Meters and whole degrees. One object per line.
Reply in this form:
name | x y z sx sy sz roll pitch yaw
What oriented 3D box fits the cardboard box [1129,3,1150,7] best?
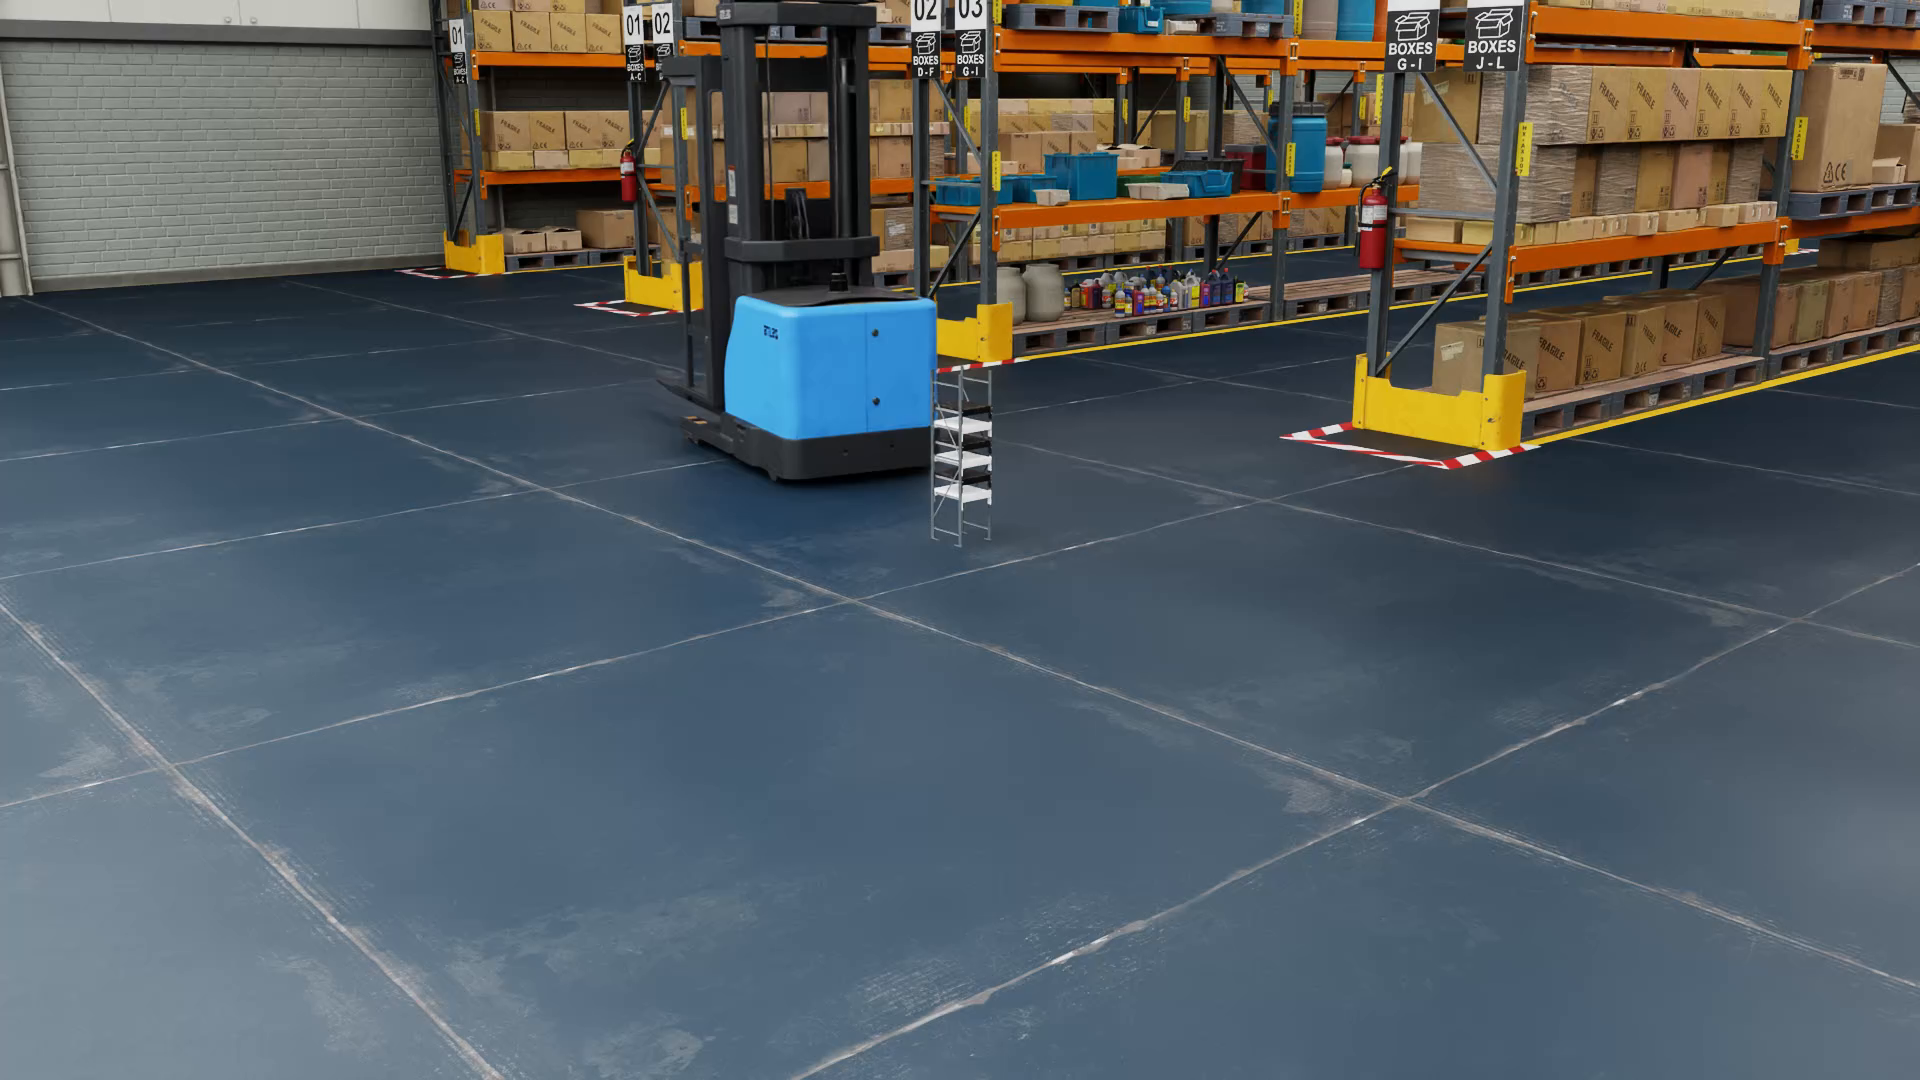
cardboard box | 3.223 -9.139 29.170 0.500 0.500 0.500 -13 20 -40

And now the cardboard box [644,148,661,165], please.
cardboard box | -4.443 -5.355 23.235 0.500 0.250 0.500 -13 20 -40

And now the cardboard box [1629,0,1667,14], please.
cardboard box | 4.497 -3.737 11.405 0.500 0.250 0.500 -13 20 -40

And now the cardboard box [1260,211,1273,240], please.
cardboard box | 4.432 -4.731 24.641 0.500 0.500 0.500 -14 20 -41

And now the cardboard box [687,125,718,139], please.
cardboard box | -2.860 -4.472 18.231 0.250 0.149 0.380 -13 20 -40

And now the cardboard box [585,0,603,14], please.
cardboard box | -5.223 -7.422 22.740 0.500 0.500 0.500 -13 20 -39

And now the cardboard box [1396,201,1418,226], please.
cardboard box | 7.169 -5.445 27.306 0.637 0.503 0.797 -13 19 -39

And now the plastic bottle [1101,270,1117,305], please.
plastic bottle | 1.484 -2.540 16.728 0.185 0.351 0.144 -12 19 -37

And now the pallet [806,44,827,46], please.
pallet | -2.218 -7.346 24.991 1.003 0.211 1.213 -13 19 -39

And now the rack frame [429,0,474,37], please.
rack frame | -6.552 -7.948 21.069 0.127 3.000 1.000 -13 19 -39

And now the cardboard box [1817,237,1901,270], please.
cardboard box | 8.359 -2.668 15.465 0.500 0.250 0.500 -10 18 -33

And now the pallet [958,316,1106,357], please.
pallet | 0.594 -1.933 15.577 1.213 0.211 1.003 -13 19 -39

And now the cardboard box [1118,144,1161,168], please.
cardboard box | 2.435 -5.345 23.122 0.500 0.311 0.500 -11 19 -36

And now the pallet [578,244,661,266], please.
pallet | -4.938 -4.052 23.511 1.213 0.211 1.003 -13 19 -39

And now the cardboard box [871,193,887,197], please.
cardboard box | -1.497 -5.556 26.276 0.500 0.250 0.500 -12 19 -38

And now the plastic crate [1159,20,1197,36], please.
plastic crate | 2.024 -4.770 15.494 0.396 0.136 0.243 -13 19 -39

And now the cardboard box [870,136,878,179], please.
cardboard box | -1.385 -4.561 19.819 0.500 0.500 0.700 -12 19 -39

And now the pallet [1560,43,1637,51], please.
pallet | 7.623 -6.168 20.581 1.213 0.211 1.003 -13 19 -39

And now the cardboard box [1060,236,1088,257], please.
cardboard box | 1.347 -3.919 22.124 0.500 0.250 0.500 -12 19 -38

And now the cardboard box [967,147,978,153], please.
cardboard box | 0.079 -6.345 27.140 0.250 0.149 0.380 -12 19 -39

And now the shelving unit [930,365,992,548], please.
shelving unit | 0.006 -0.436 8.639 0.210 0.900 0.258 -13 20 -39

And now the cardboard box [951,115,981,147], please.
cardboard box | 0.018 -6.639 26.985 0.500 0.500 0.500 -12 19 -38

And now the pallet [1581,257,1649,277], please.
pallet | 8.395 -3.684 22.134 1.213 0.211 1.003 -13 19 -39

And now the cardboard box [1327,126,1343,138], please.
cardboard box | 5.964 -6.302 26.337 0.500 0.500 0.500 -12 19 -38

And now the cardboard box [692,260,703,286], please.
cardboard box | -2.747 -3.008 18.714 0.500 0.250 0.500 -13 19 -39

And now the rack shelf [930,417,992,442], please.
rack shelf | 0.006 -0.578 8.601 0.200 0.077 0.258 -13 20 -39

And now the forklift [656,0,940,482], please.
forklift | -1.258 -2.099 10.929 1.130 2.935 3.031 -8 17 -27

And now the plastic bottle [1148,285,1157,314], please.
plastic bottle | 1.858 -2.337 16.122 0.097 0.271 0.097 0 15 0

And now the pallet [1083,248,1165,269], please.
pallet | 2.091 -3.962 23.175 1.213 0.211 1.003 -13 19 -39

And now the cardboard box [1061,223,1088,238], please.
cardboard box | 1.355 -4.191 22.057 0.500 0.311 0.500 -12 19 -38

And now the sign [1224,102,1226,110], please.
sign | 5.159 -8.326 32.277 0.005 0.325 0.100 -13 19 -39

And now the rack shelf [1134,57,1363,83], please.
rack shelf | 4.247 -6.882 24.283 4.000 0.370 1.077 -13 19 -39

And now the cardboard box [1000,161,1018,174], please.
cardboard box | 0.523 -4.753 21.218 0.250 0.149 0.380 -13 19 -39

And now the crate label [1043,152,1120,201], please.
crate label | 1.163 -3.503 15.983 0.616 0.435 0.502 -13 19 -39

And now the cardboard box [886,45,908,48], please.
cardboard box | -0.883 -7.646 25.885 0.500 0.311 0.500 -13 19 -39

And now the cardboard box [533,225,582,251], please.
cardboard box | -5.541 -4.160 22.868 0.500 0.311 0.500 -11 18 -35

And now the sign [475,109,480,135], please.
sign | -6.195 -5.363 21.336 0.005 0.325 0.100 -13 19 -39

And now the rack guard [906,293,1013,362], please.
rack guard | -0.022 -1.936 15.028 0.348 0.500 1.175 -13 19 -39

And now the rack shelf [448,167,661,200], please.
rack shelf | -5.043 -5.041 23.205 4.000 0.370 1.077 -13 19 -39

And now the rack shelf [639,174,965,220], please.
rack shelf | -1.788 -4.077 19.597 4.000 0.370 1.077 -13 19 -39

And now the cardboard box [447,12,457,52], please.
cardboard box | -6.403 -6.677 21.890 0.500 0.500 0.500 -11 18 -35

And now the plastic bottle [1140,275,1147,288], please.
plastic bottle | 1.859 -2.573 17.005 0.097 0.271 0.097 0 15 0

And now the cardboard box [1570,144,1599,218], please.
cardboard box | 3.934 -2.545 11.695 0.500 0.500 0.875 -13 19 -39

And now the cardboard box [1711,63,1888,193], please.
cardboard box | 6.912 -3.435 13.820 1.000 1.000 1.000 -12 19 -39

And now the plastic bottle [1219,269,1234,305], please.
plastic bottle | 2.672 -2.566 16.826 0.185 0.351 0.144 -13 20 -41

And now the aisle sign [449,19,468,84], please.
aisle sign | -6.409 -6.235 21.244 0.004 0.787 0.394 -13 19 -39

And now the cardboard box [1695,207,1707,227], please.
cardboard box | 5.438 -2.468 12.663 0.250 0.149 0.380 -13 19 -39

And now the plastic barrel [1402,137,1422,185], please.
plastic barrel | 5.033 -4.243 18.607 0.421 0.512 0.421 0 15 0

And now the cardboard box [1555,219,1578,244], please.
cardboard box | 3.974 -2.116 11.345 0.250 0.149 0.380 -13 19 -39

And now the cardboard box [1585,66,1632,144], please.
cardboard box | 4.178 -2.956 11.295 0.500 0.500 0.500 -13 19 -39

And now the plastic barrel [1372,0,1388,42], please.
plastic barrel | 4.731 -5.926 18.477 0.708 0.830 0.600 -13 19 -39

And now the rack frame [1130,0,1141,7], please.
rack frame | 2.738 -8.340 22.535 0.127 3.000 1.000 -13 19 -39

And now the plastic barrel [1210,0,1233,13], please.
plastic barrel | 2.515 -5.470 16.574 0.421 0.512 0.421 0 15 0

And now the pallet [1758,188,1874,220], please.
pallet | 6.892 -2.843 13.953 1.213 0.211 1.003 -13 19 -39

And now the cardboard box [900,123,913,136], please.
cardboard box | -0.728 -4.951 20.024 0.250 0.149 0.380 -13 20 -41

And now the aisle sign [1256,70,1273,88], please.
aisle sign | 5.770 -8.970 31.482 0.004 0.787 0.394 -13 19 -39

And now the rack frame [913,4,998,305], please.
rack frame | -0.048 -3.121 14.623 0.127 3.000 1.000 -13 19 -39
